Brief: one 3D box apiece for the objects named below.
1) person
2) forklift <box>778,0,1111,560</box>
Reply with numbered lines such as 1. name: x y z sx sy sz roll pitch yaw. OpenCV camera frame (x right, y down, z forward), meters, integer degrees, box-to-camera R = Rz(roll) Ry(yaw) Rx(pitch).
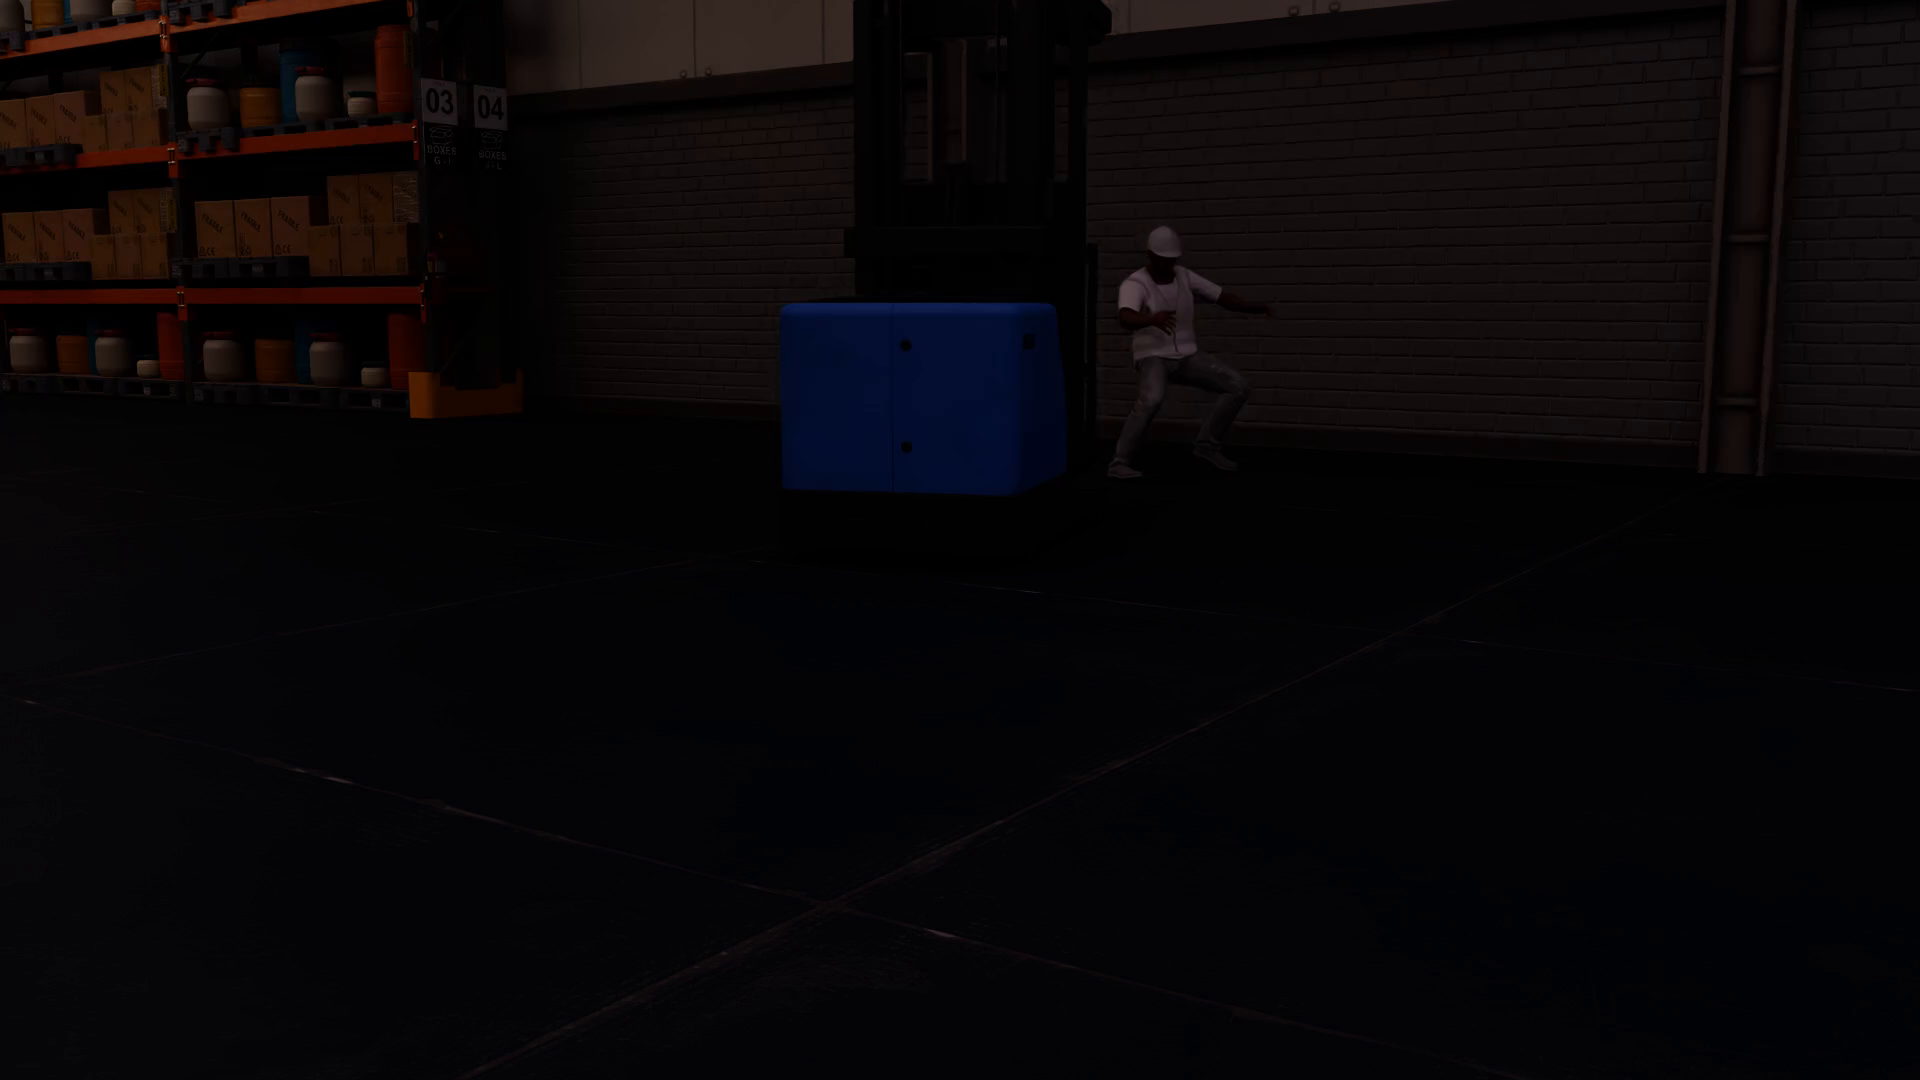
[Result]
1. person: 1.388 -1.162 10.293 1.020 1.550 0.780 -3 9 -21
2. forklift: 0.107 -1.539 8.012 1.130 2.935 3.031 2 8 14
